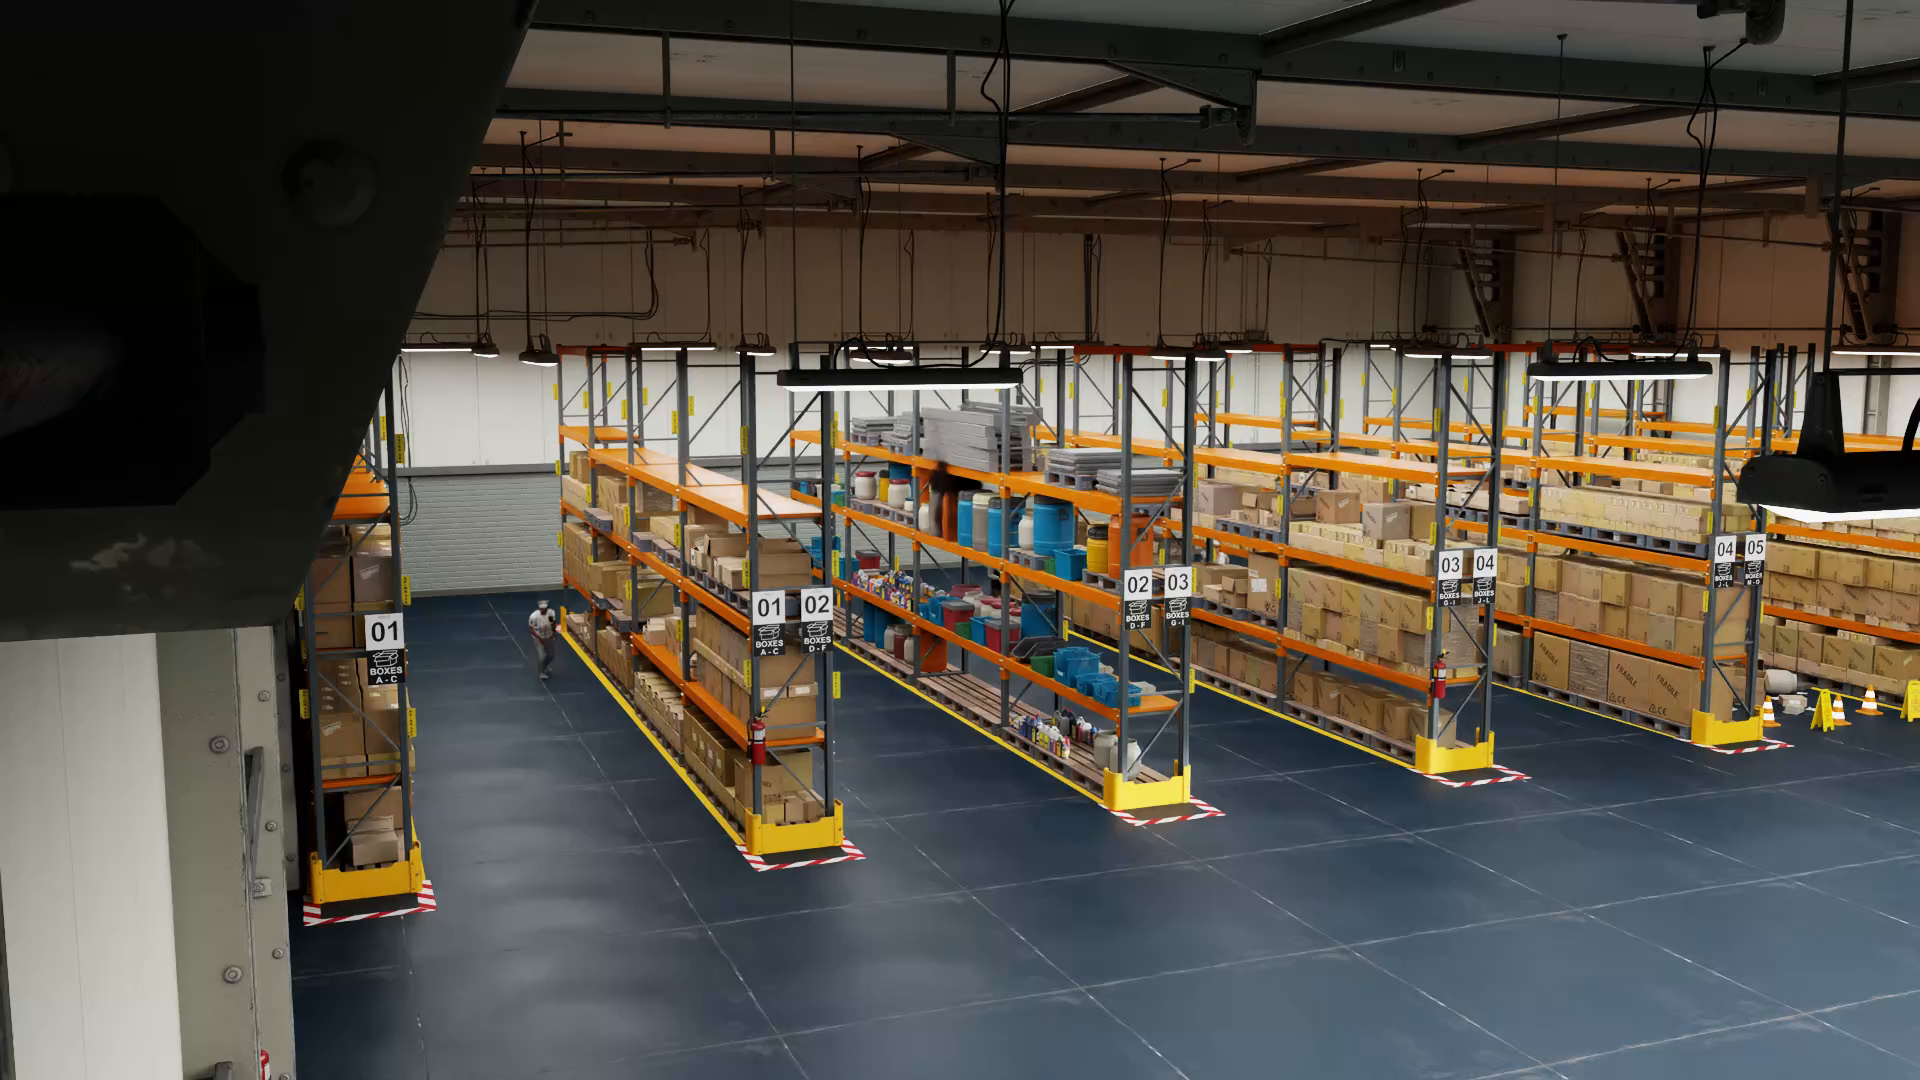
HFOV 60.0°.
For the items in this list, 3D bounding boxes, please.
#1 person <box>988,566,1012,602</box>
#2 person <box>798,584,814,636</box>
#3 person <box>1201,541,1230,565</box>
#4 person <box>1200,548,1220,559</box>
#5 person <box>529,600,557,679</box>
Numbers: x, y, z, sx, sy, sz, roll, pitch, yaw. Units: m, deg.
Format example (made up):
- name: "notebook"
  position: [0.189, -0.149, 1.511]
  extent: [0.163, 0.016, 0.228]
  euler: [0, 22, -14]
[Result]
- name: "person"
  position: [0.852, 1.064, 34.834]
  extent: [0.629, 1.771, 0.832]
  euler: [-3, 8, -21]
- name: "person"
  position: [-2.944, 1.553, 31.970]
  extent: [0.611, 1.572, 0.962]
  euler: [-1, 7, -9]
- name: "person"
  position: [5.534, 0.882, 36.084]
  extent: [0.655, 1.790, 0.780]
  euler: [-1, 7, -11]
- name: "person"
  position: [6.489, 0.060, 42.684]
  extent: [0.572, 1.802, 0.827]
  euler: [6, 9, 39]
- name: "person"
  position: [-7.545, 1.774, 30.082]
  extent: [0.573, 1.500, 0.854]
  euler: [-5, 9, -36]
